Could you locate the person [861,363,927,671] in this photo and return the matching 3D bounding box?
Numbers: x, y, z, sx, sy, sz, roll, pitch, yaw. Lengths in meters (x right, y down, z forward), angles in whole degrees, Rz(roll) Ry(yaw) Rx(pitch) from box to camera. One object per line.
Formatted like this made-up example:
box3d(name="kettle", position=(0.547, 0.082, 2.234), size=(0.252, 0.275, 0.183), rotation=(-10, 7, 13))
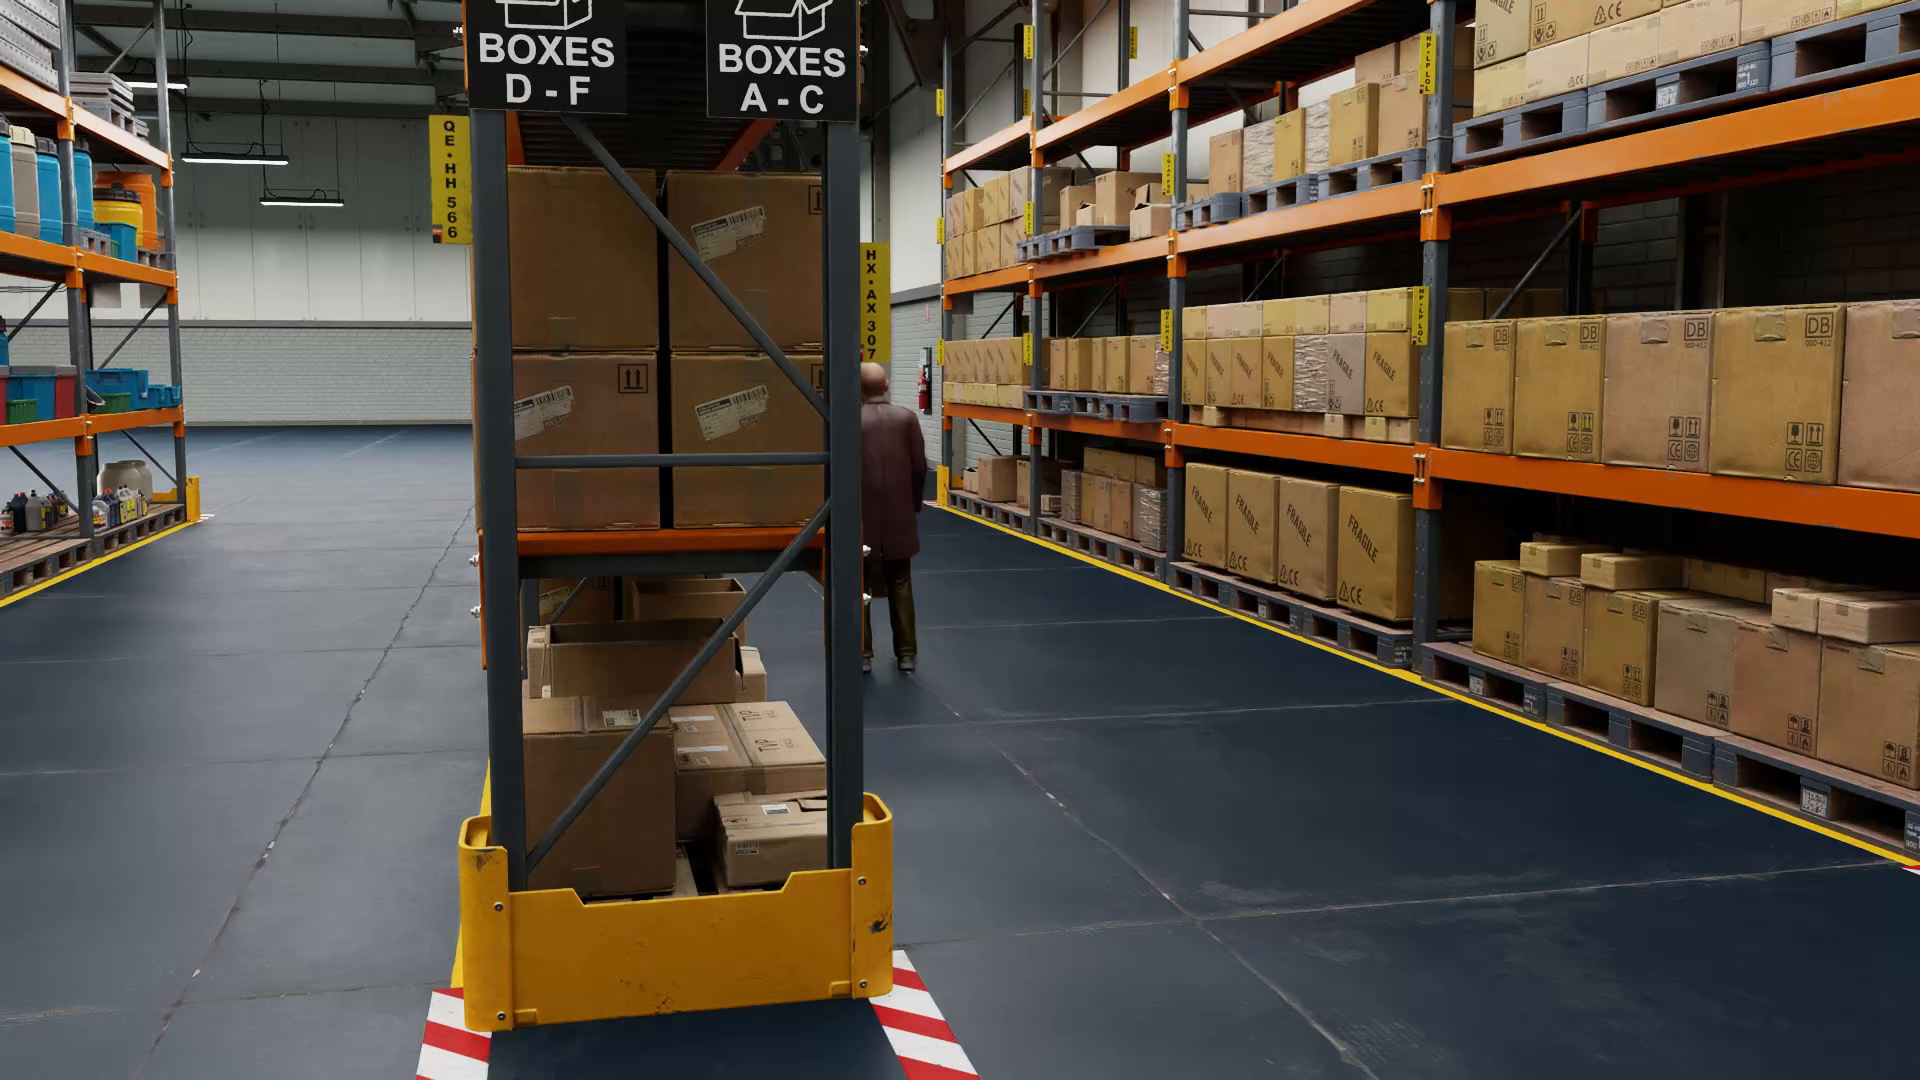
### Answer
box3d(name="person", position=(-0.493, -0.135, 9.652), size=(0.591, 1.777, 0.424), rotation=(-2, 6, -15))
